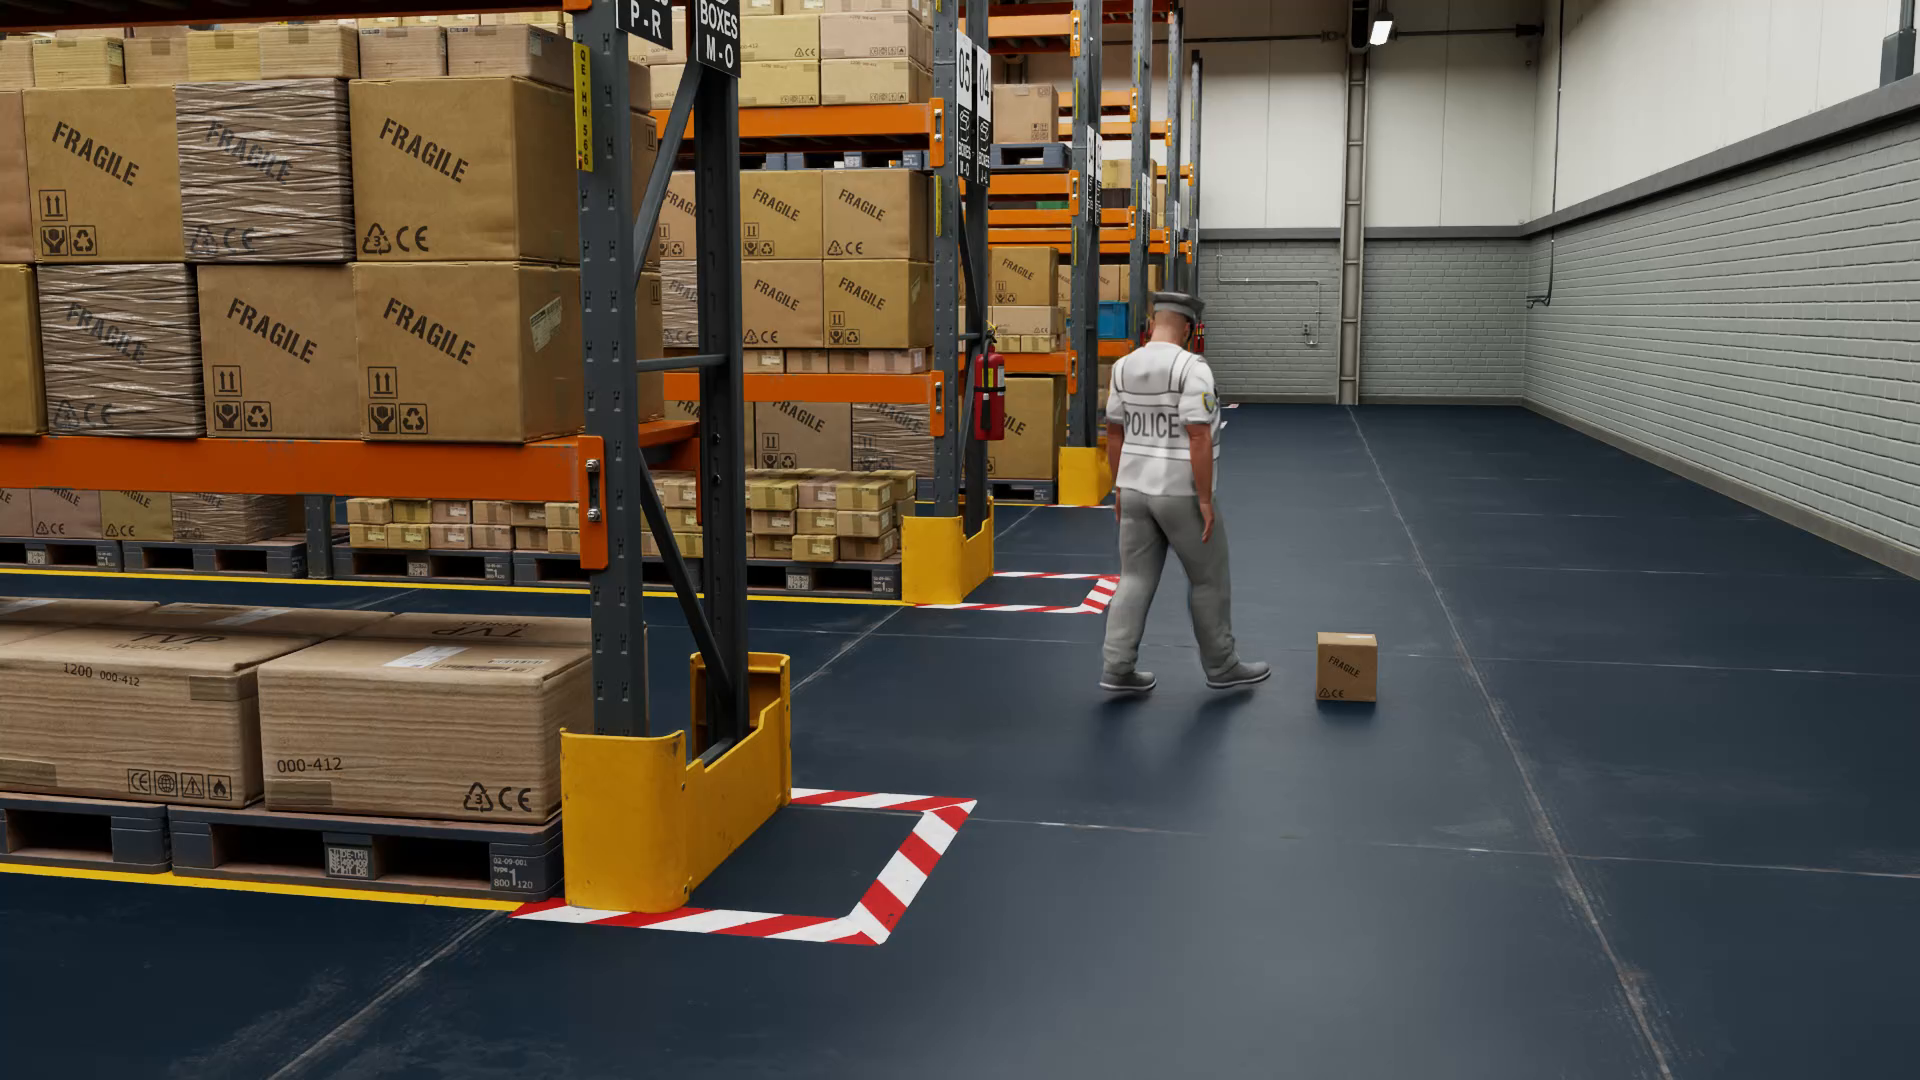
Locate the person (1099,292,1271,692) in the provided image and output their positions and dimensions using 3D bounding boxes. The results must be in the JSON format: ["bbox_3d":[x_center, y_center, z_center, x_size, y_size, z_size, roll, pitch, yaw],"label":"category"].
[{"bbox_3d":[0.961,-0.204,7.195,0.749,1.719,0.585,-8,11,-44],"label":"person"}]
